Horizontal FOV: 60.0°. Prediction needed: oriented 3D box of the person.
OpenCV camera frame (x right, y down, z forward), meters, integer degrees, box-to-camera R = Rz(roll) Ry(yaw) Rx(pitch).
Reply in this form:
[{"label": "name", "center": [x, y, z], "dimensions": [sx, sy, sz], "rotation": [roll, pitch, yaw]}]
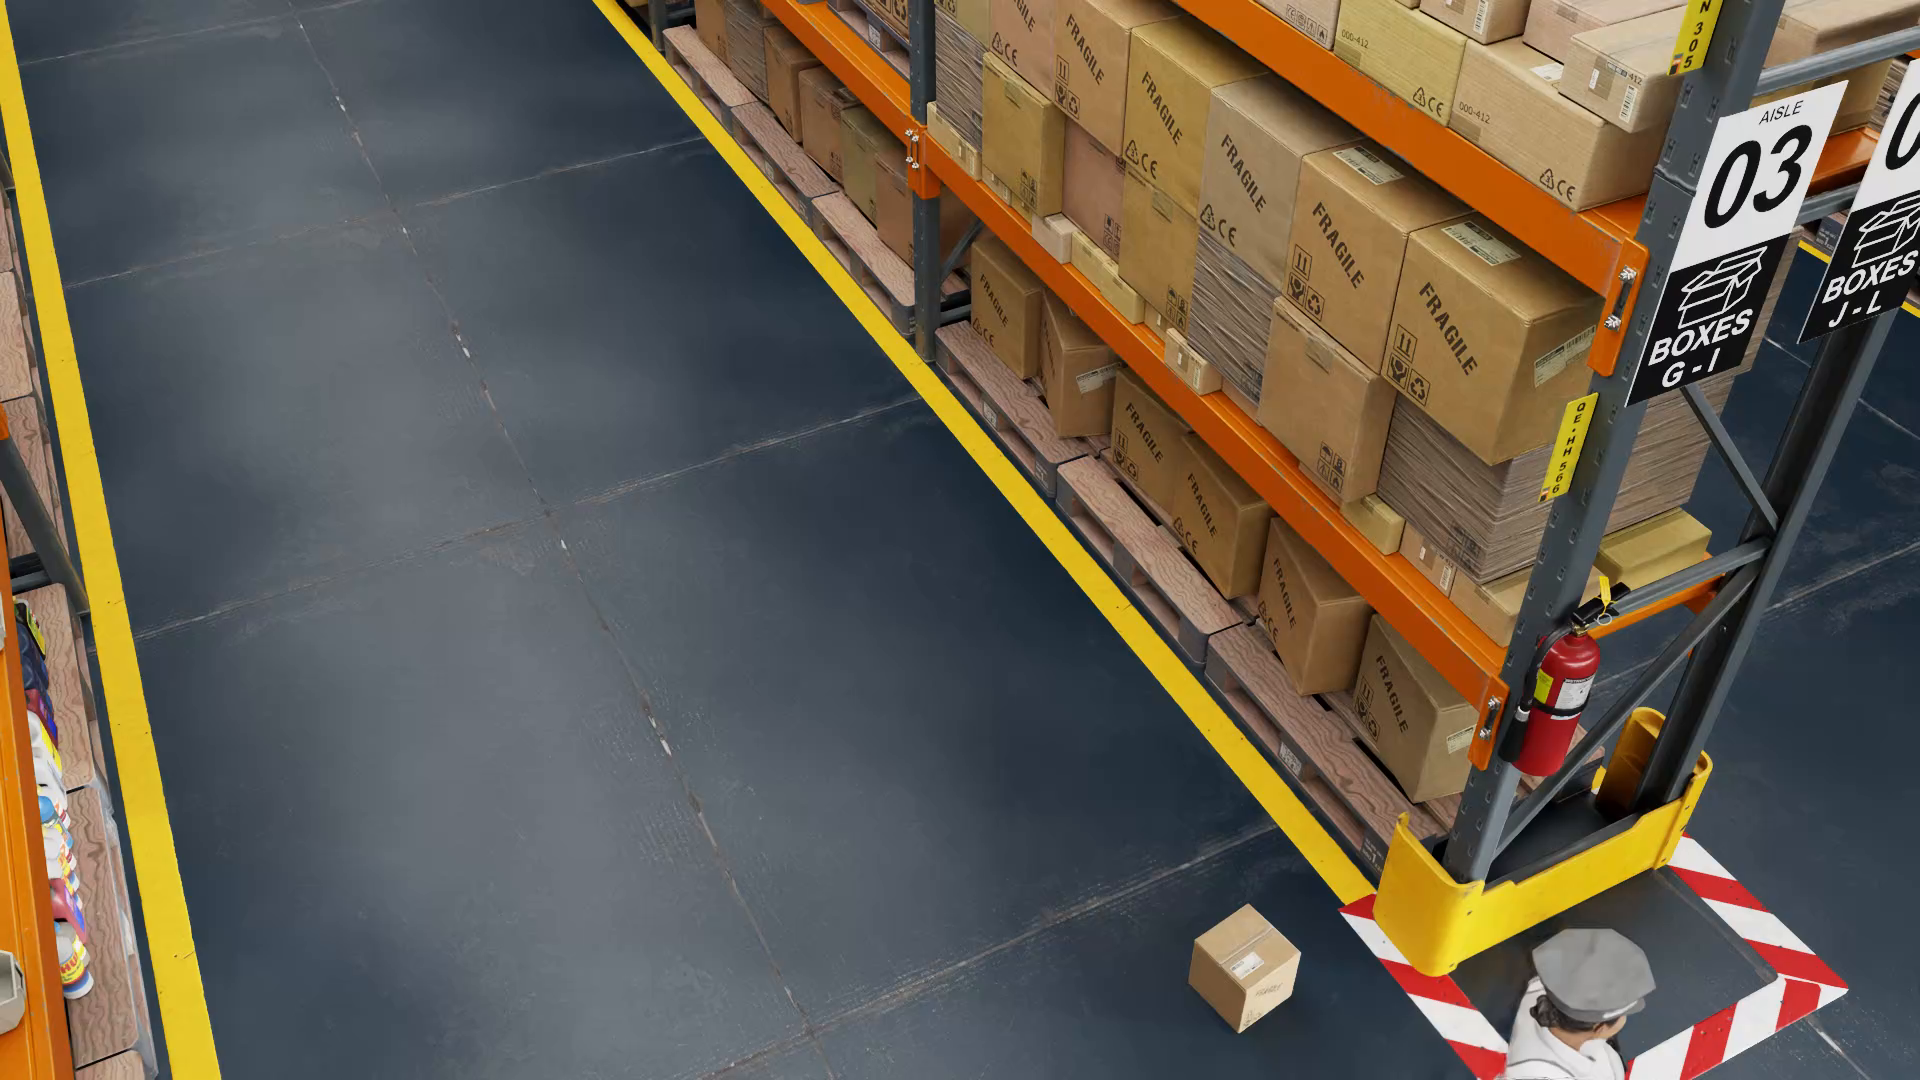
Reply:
[{"label": "person", "center": [1.407, 1.603, 4.318], "dimensions": [0.553, 1.647, 0.536], "rotation": [18, 44, 19]}]
